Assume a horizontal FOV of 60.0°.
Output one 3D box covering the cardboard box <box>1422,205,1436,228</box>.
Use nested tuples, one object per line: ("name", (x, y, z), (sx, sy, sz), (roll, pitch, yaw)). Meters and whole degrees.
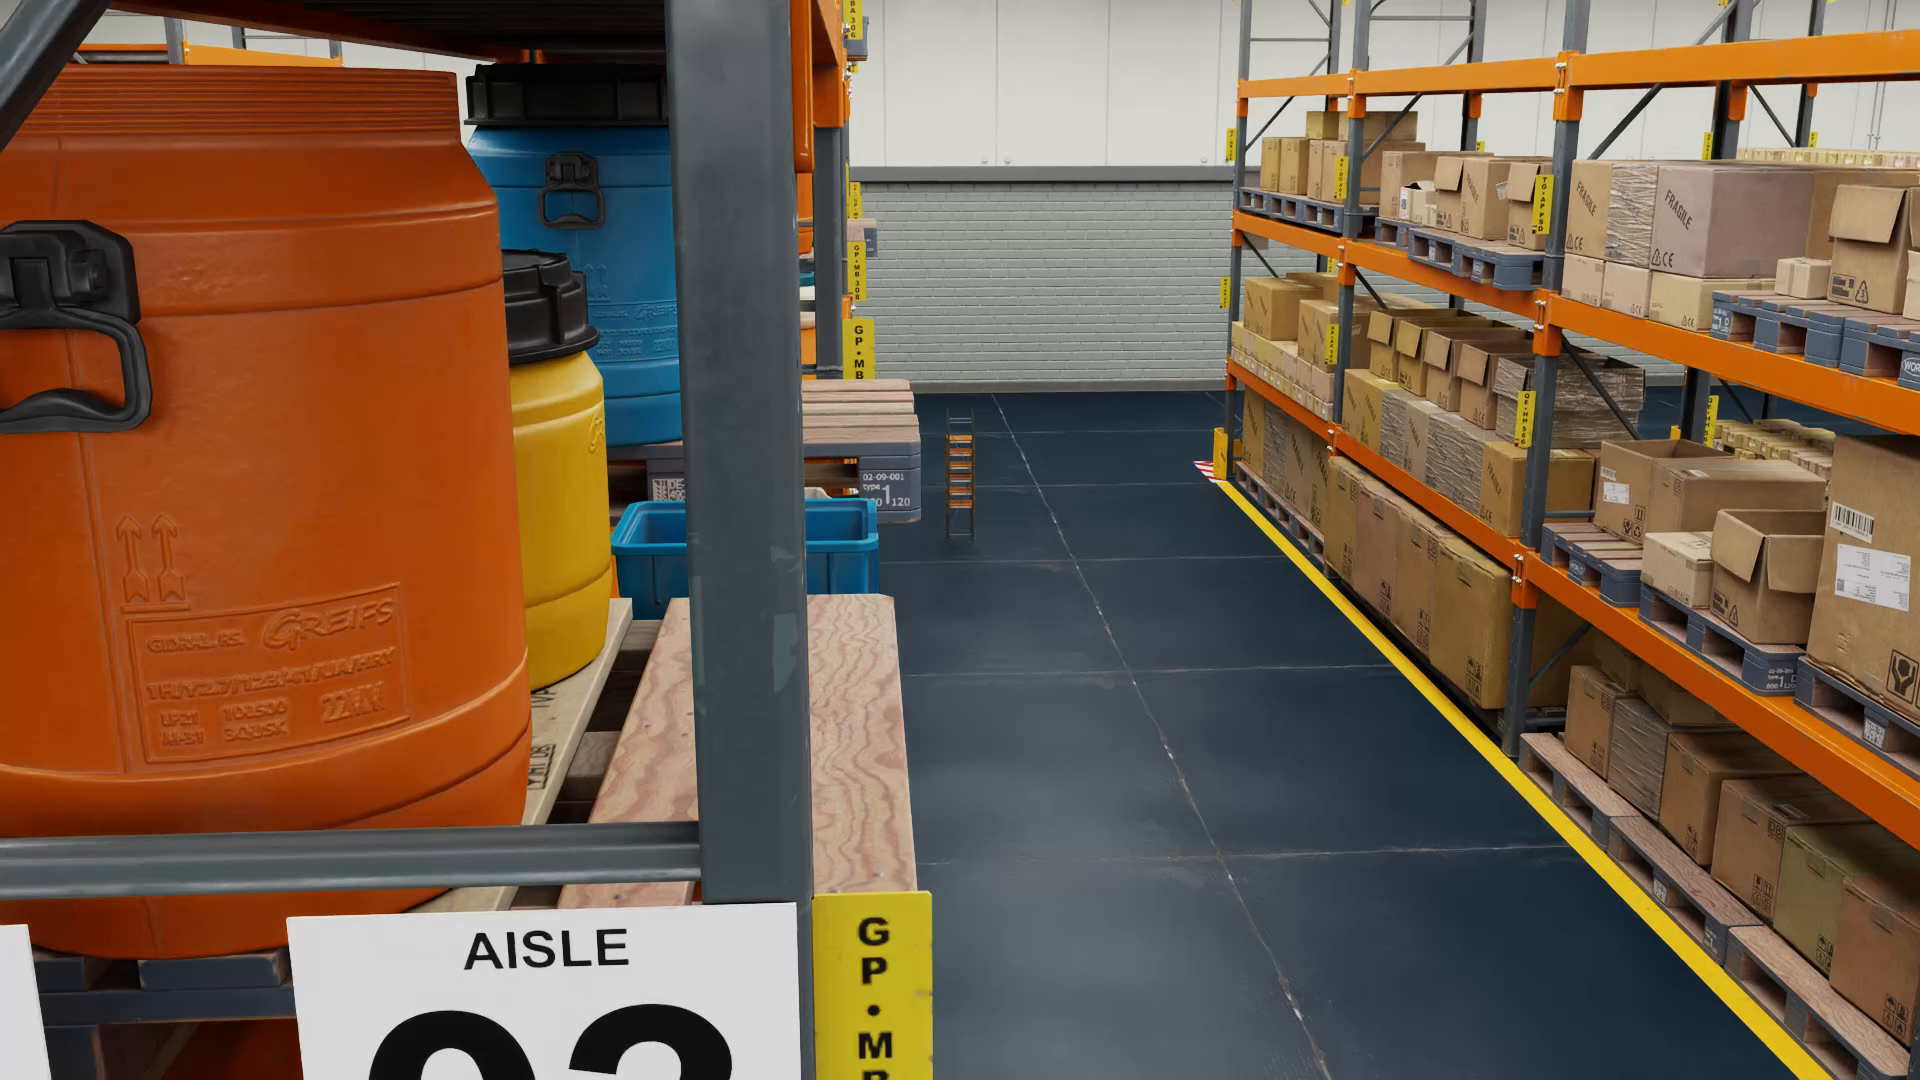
("cardboard box", (3.520, -2.305, 11.830), (0.380, 0.149, 0.250), (-1, 15, -6))

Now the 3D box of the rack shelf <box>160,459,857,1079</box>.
("rack shelf", (-0.747, 0.316, 3.426), (1.077, 0.370, 4.000), (-1, 14, -3))

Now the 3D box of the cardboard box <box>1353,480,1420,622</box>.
("cardboard box", (3.693, 0.063, 12.405), (1.225, 0.875, 0.875), (-1, 14, -5))

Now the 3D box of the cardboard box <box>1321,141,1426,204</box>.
("cardboard box", (3.469, -3.090, 13.975), (0.700, 0.500, 0.500), (-2, 15, -7))

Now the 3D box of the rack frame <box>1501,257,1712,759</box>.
("rack frame", (3.825, -0.148, 9.807), (1.000, 3.000, 0.127), (-1, 14, -3))

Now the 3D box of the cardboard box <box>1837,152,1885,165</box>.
("cardboard box", (8.136, -3.405, 14.941), (0.380, 0.149, 0.250), (-1, 14, -4))

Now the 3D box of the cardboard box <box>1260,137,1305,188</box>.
("cardboard box", (3.415, -3.762, 16.589), (0.700, 0.500, 0.500), (-2, 15, -7))

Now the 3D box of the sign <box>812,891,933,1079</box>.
("sign", (-0.074, 0.453, 1.431), (0.100, 0.325, 0.005), (-1, 14, -3))

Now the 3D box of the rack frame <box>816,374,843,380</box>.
("rack frame", (-0.871, 0.923, 5.644), (1.000, 3.000, 0.127), (-1, 14, -3))

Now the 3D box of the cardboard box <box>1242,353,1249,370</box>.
("cardboard box", (3.055, -1.796, 16.713), (0.380, 0.149, 0.250), (-1, 14, -5))

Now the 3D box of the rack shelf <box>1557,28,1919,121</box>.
("rack shelf", (3.949, -2.014, 7.266), (1.077, 0.370, 4.000), (-1, 14, -3))

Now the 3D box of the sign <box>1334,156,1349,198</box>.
("sign", (3.023, -2.876, 13.191), (0.100, 0.325, 0.005), (-1, 14, -3))

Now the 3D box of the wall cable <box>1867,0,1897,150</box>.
("wall cable", (12.587, -6.607, 22.868), (0.463, 3.000, 0.029), (-1, 14, -3))

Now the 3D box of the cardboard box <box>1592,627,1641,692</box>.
("cardboard box", (3.896, 0.652, 9.325), (0.500, 0.250, 0.500), (0, 14, -1))

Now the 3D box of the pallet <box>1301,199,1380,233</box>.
("pallet", (3.537, -2.757, 14.102), (1.003, 0.211, 1.213), (-1, 14, -3))

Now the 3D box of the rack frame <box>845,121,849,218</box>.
("rack frame", (-1.366, -3.972, 12.629), (1.000, 3.000, 0.127), (-1, 14, -3))

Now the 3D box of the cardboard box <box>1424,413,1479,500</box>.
("cardboard box", (3.487, -0.569, 11.241), (0.500, 0.500, 0.500), (-1, 14, -5))

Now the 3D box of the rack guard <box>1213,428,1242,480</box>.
("rack guard", (3.328, -0.933, 17.875), (1.175, 0.500, 0.348), (-1, 14, -3))

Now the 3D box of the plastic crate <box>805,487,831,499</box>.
("plastic crate", (-0.368, -0.009, 3.775), (0.243, 0.136, 0.396), (-1, 14, -3))

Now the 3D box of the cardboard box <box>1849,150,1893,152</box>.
("cardboard box", (8.648, -3.608, 15.729), (0.380, 0.149, 0.250), (-1, 14, -2))

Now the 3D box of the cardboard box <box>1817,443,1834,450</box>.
("cardboard box", (8.603, -0.848, 16.211), (0.380, 0.149, 0.250), (-1, 14, -5))

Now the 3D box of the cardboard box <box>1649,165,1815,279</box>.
("cardboard box", (3.663, -1.520, 7.913), (0.500, 0.500, 0.500), (-1, 14, -5))

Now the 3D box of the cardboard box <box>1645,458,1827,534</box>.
("cardboard box", (4.033, -0.129, 8.689), (0.700, 0.500, 0.500), (1, 14, 5))

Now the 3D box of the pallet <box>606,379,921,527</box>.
("pallet", (-0.729, -0.260, 4.602), (1.213, 0.211, 1.003), (-1, 14, -3))

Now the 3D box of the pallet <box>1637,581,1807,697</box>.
("pallet", (3.988, 0.436, 7.920), (1.003, 0.211, 1.213), (-1, 14, -3))

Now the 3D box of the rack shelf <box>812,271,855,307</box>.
("rack shelf", (-1.243, -1.674, 11.159), (1.077, 0.370, 4.000), (-1, 14, -3))

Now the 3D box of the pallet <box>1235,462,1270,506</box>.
("pallet", (3.457, -0.590, 17.119), (1.003, 0.211, 1.213), (-1, 14, -3))

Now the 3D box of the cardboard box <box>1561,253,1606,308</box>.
("cardboard box", (3.600, -1.408, 8.982), (0.500, 0.250, 0.500), (-1, 14, -2))

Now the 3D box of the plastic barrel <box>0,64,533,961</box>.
("plastic barrel", (-0.780, -0.065, 1.760), (0.600, 0.830, 0.708), (-1, 14, -3))

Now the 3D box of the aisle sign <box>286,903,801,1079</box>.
("aisle sign", (-0.326, 0.672, 1.401), (0.394, 0.787, 0.004), (-1, 14, -3))

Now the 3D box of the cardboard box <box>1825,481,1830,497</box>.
("cardboard box", (8.181, -0.495, 15.437), (0.380, 0.149, 0.250), (-1, 14, -2))

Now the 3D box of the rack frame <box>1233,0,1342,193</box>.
("rack frame", (3.329, -5.043, 16.792), (1.000, 3.000, 0.127), (-1, 14, -3))

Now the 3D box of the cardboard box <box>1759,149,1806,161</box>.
("cardboard box", (8.035, -3.728, 16.197), (0.380, 0.149, 0.250), (-1, 14, -3))

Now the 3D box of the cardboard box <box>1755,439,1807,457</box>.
("cardboard box", (8.110, -0.904, 16.428), (0.380, 0.149, 0.250), (0, 14, -1))

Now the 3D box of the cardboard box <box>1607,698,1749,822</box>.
("cardboard box", (3.933, 1.153, 8.882), (0.700, 0.500, 0.500), (-2, 15, -8))

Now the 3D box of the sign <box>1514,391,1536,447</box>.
("sign", (3.271, -0.700, 9.626), (0.100, 0.325, 0.005), (-1, 14, -3))

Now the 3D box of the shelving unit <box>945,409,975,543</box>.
("shelving unit", (0.001, -0.577, 15.087), (0.258, 1.200, 0.189), (-1, 14, -3))

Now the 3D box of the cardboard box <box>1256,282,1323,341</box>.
("cardboard box", (3.159, -2.196, 15.964), (0.500, 0.500, 0.500), (-1, 14, -5))

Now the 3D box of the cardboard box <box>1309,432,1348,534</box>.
("cardboard box", (3.616, -0.483, 14.529), (0.875, 0.875, 0.875), (-1, 14, -3))

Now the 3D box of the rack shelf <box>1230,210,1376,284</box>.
("rack shelf", (3.453, -2.745, 15.323), (1.077, 0.370, 4.000), (-1, 14, -3))

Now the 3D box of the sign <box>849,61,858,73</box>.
("sign", (-1.066, -4.823, 16.584), (0.100, 0.325, 0.005), (-1, 14, -3))

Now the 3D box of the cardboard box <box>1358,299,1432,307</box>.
("cardboard box", (3.780, -1.823, 14.516), (0.500, 0.500, 0.500), (-1, 14, -3))

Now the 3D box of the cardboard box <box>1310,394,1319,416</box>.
("cardboard box", (3.215, -1.156, 14.229), (0.380, 0.149, 0.250), (-1, 14, -2))

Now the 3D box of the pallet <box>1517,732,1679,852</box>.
("pallet", (3.872, 1.396, 9.399), (1.003, 0.211, 1.213), (-1, 14, -3))

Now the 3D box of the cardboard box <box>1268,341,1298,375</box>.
("cardboard box", (3.193, -1.702, 15.549), (0.500, 0.250, 0.500), (-1, 14, -5))

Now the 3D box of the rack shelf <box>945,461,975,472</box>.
("rack shelf", (0.001, -0.651, 15.068), (0.258, 0.103, 0.180), (-1, 14, -3))

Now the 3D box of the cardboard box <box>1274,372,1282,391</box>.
("cardboard box", (3.136, -1.475, 15.468), (0.380, 0.149, 0.250), (-1, 14, -3))

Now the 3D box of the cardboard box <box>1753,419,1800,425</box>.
("cardboard box", (8.572, -1.173, 17.472), (0.380, 0.149, 0.250), (-1, 14, -3))

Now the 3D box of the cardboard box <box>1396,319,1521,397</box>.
("cardboard box", (3.656, -1.348, 12.255), (0.797, 0.503, 0.637), (-1, 14, -3))
